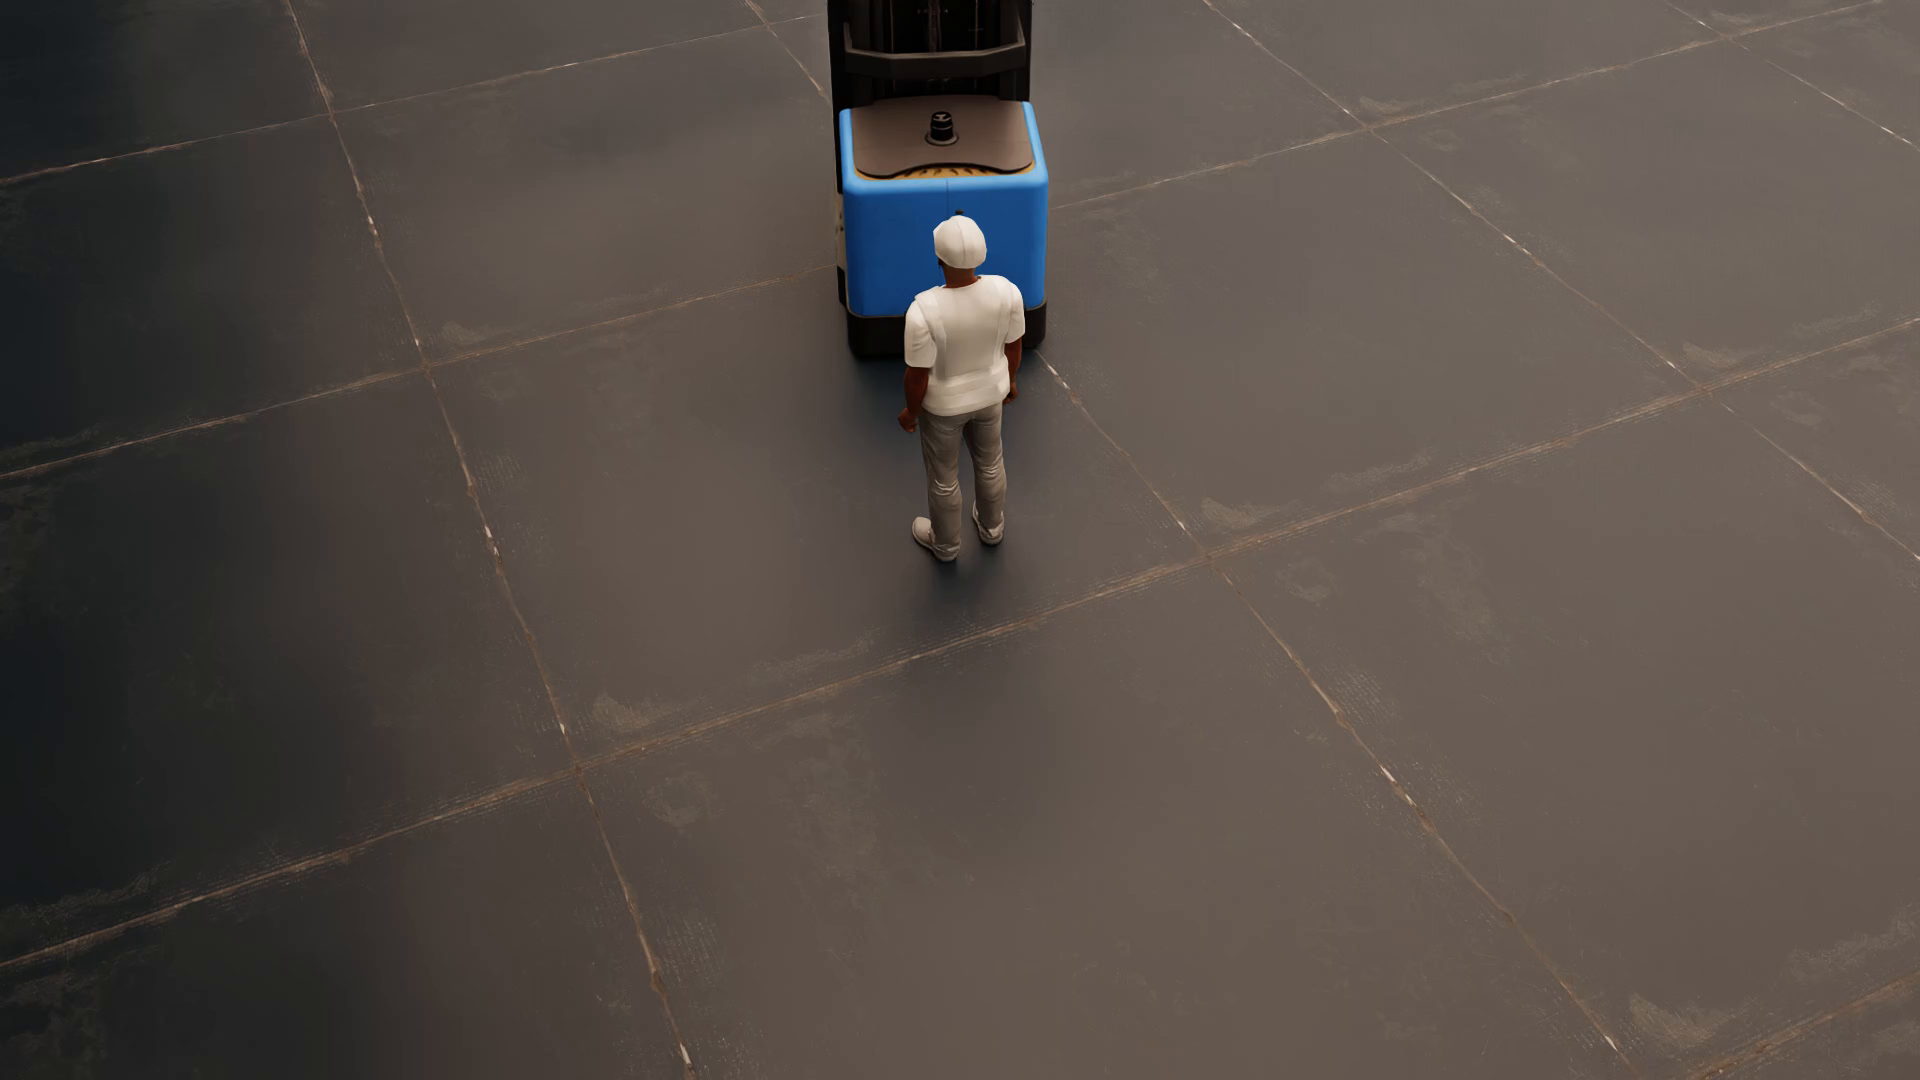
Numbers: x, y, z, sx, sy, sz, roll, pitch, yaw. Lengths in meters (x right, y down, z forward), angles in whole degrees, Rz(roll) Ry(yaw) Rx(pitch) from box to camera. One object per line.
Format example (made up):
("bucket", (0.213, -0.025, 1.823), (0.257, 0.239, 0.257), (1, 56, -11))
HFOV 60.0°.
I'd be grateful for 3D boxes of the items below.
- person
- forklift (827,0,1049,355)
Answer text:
("person", (-0.010, -0.644, 7.224), (0.556, 1.770, 0.388), (-18, 46, -18))
("forklift", (-0.182, -3.049, 8.947), (1.130, 2.935, 3.031), (-3, 43, -3))
